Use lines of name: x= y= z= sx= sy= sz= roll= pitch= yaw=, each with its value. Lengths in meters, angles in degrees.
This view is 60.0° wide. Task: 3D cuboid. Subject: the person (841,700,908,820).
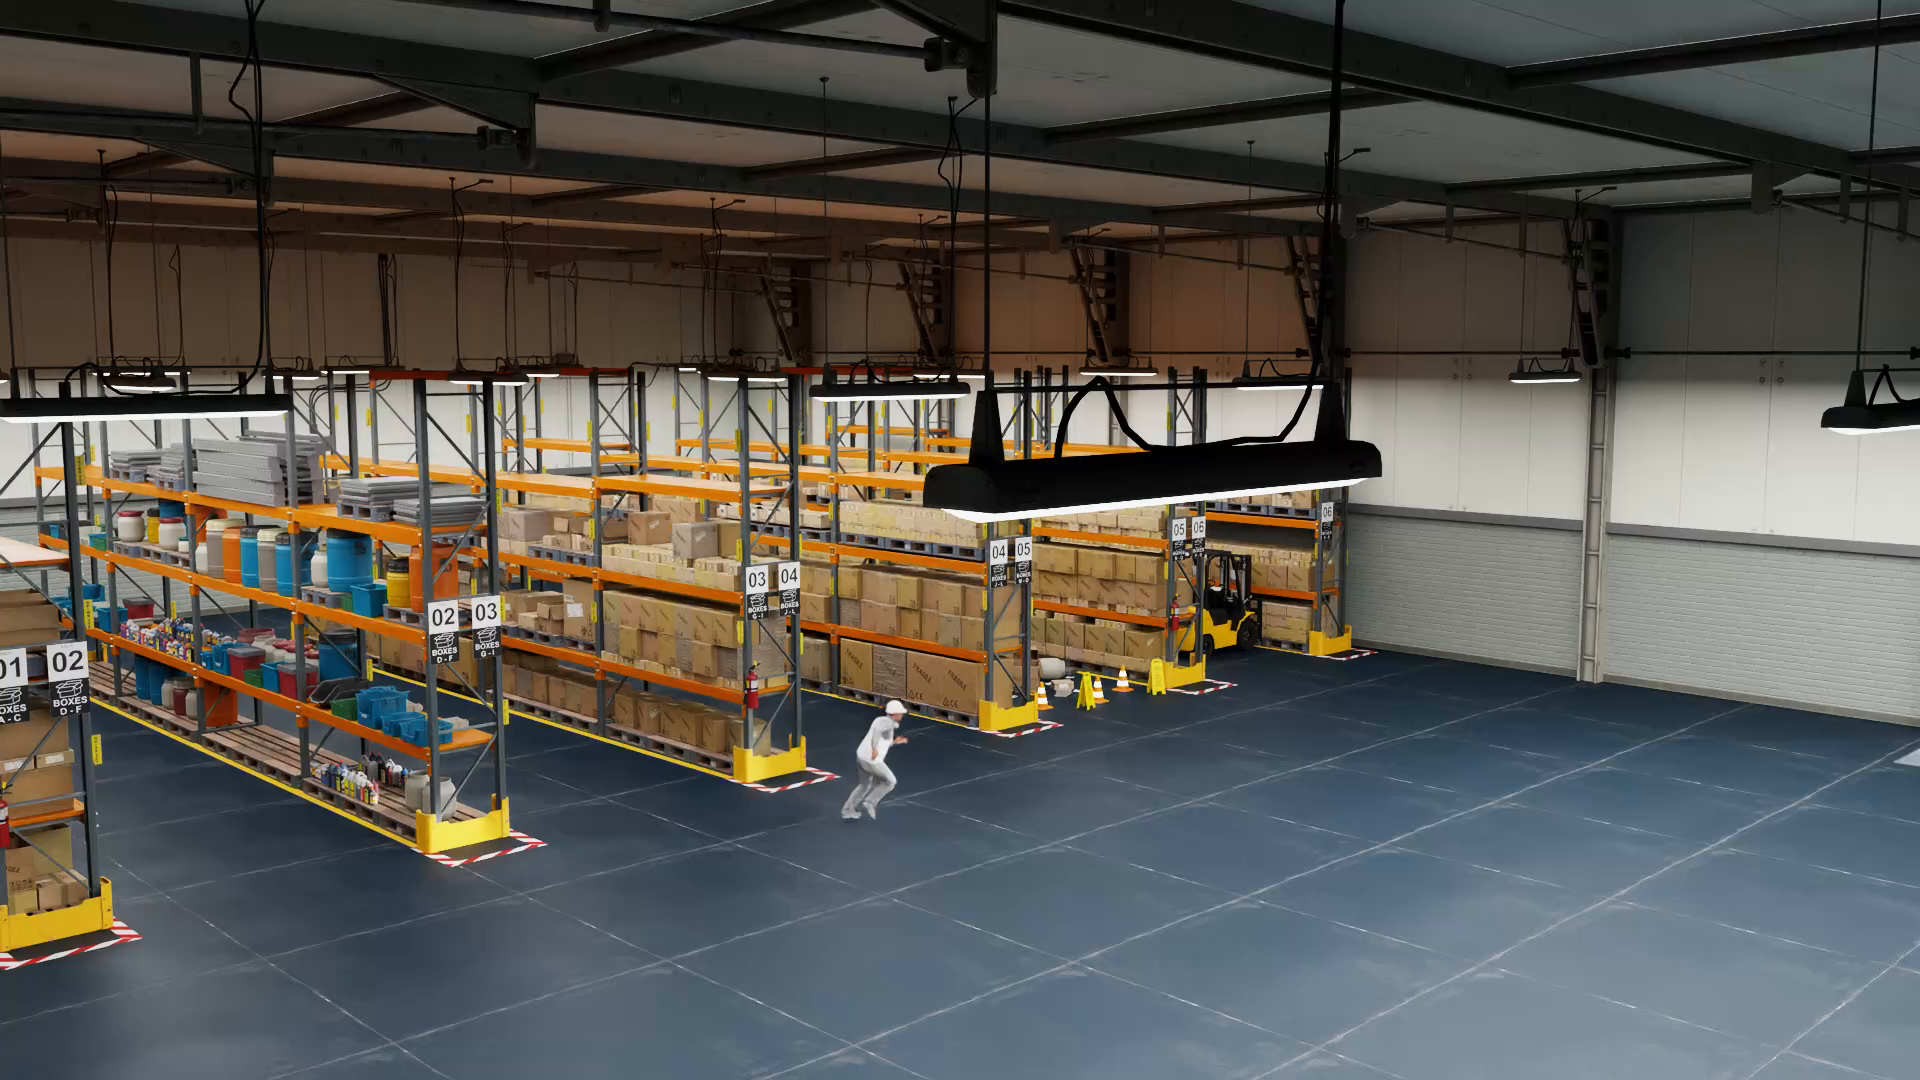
person: x=-1.139 y=2.992 z=22.470 sx=0.944 sy=1.624 sz=0.696 roll=-2 pitch=7 yaw=-15
